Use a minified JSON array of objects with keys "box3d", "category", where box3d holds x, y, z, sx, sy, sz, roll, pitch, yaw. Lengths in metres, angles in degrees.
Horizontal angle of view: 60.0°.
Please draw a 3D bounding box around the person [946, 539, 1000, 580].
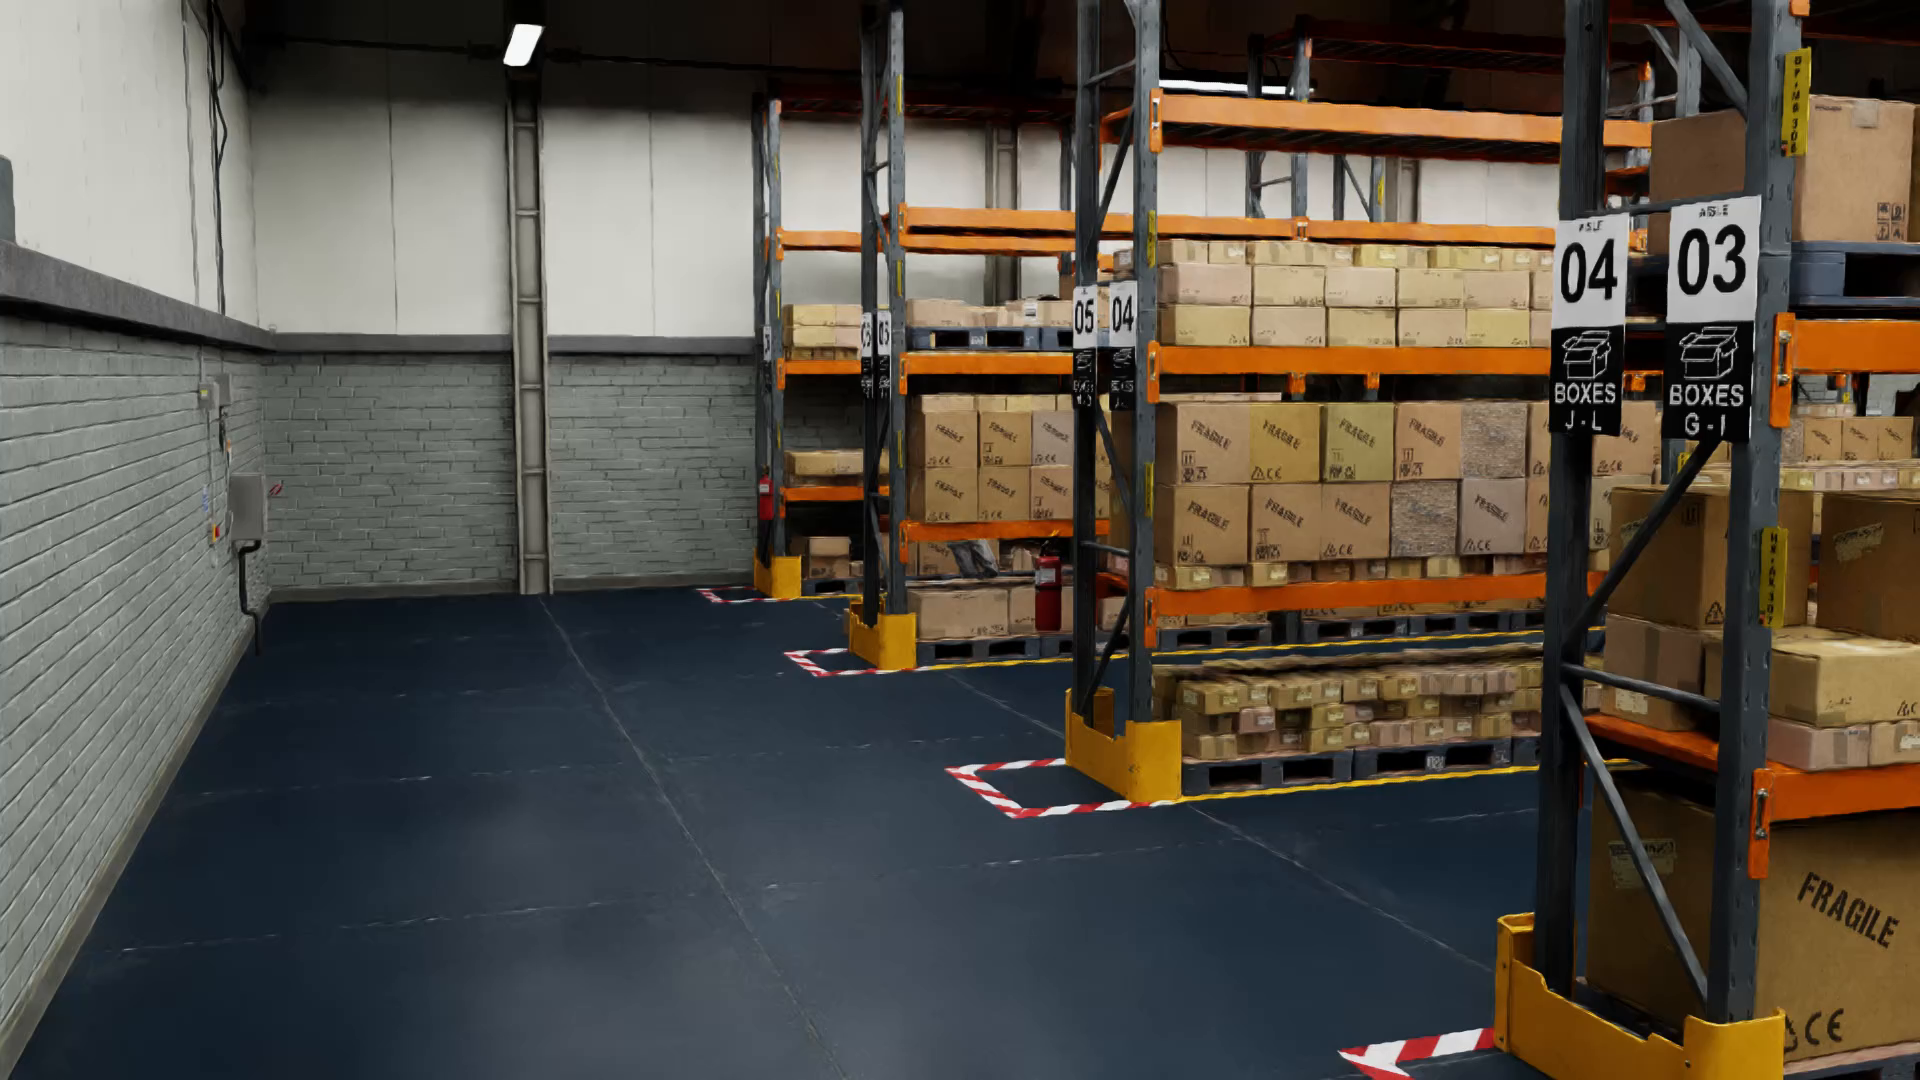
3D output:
[{"box3d":[0.168,0.016,18.008,0.944,1.663,0.573,-1,6,-14],"category":"person"}]
